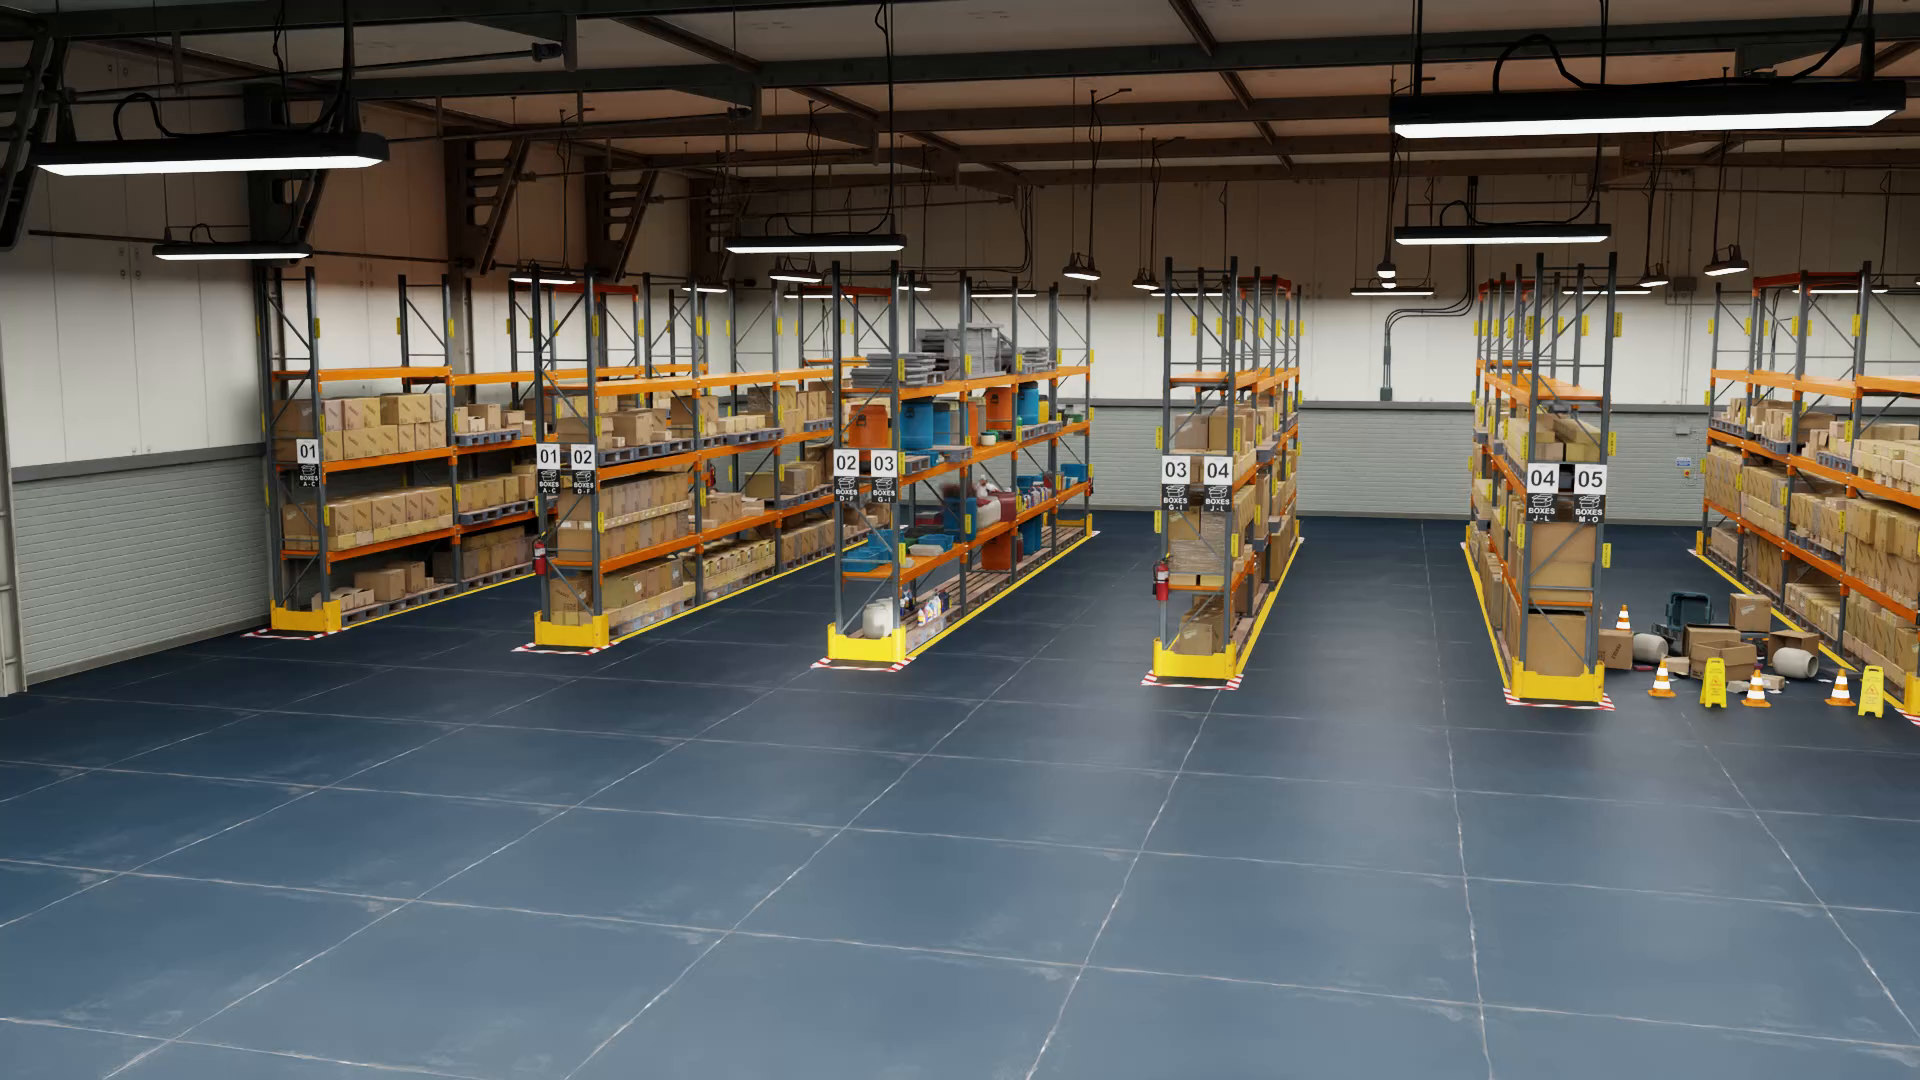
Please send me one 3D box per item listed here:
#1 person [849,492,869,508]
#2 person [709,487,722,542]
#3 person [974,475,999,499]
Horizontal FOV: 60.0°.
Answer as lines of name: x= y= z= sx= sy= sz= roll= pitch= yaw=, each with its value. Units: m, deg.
person: x=-2.684 y=-1.507 z=44.311 sx=0.659 sy=1.762 sz=0.520 roll=2 pitch=8 yaw=16
person: x=-5.313 y=-0.391 z=36.420 sx=0.556 sy=1.574 sz=0.687 roll=3 pitch=8 yaw=24
person: x=0.621 y=-0.780 z=39.474 sx=0.615 sy=1.573 sz=0.758 roll=3 pitch=8 yaw=24
